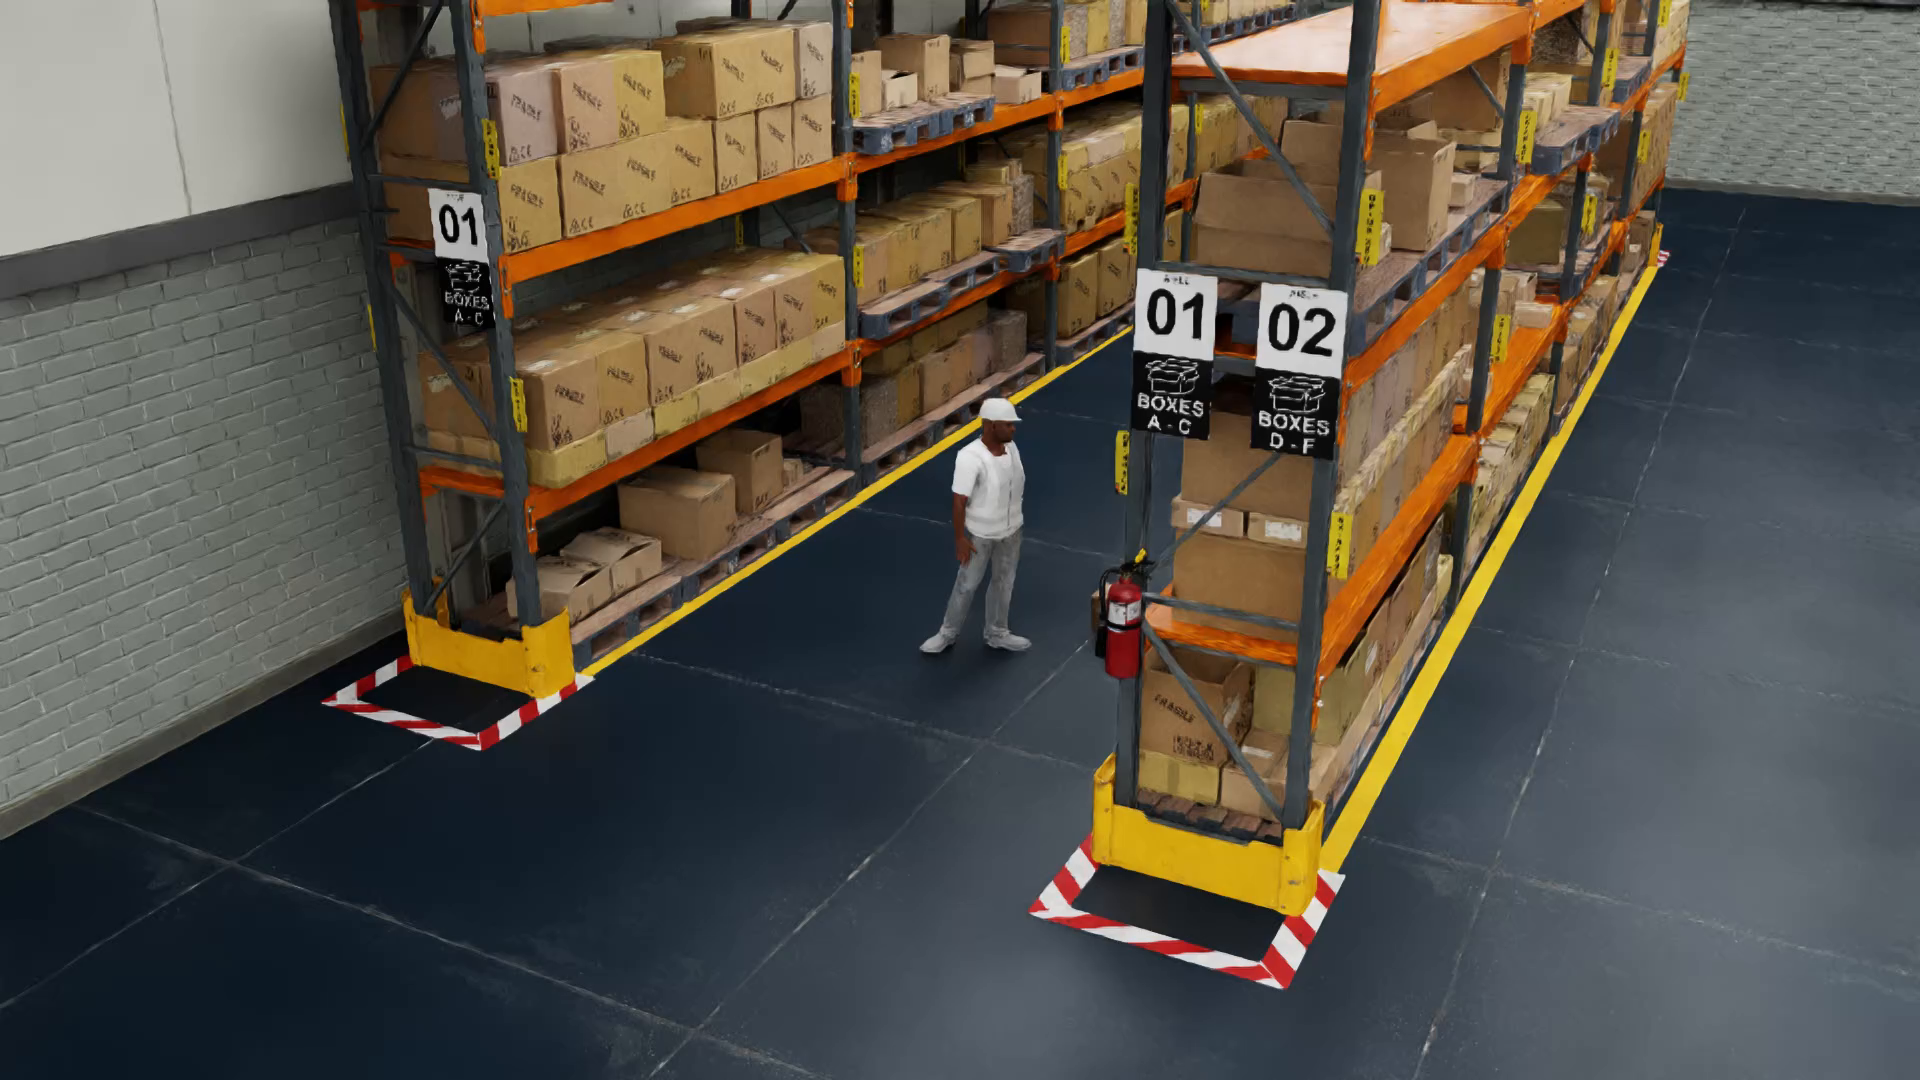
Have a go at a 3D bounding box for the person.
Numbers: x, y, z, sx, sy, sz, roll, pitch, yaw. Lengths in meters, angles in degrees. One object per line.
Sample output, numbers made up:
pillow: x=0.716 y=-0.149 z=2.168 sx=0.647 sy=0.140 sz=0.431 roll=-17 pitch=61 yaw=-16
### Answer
person: x=0.113 y=-0.067 z=10.885 sx=0.706 sy=1.772 sz=0.474 roll=-18 pitch=29 yaw=-37
